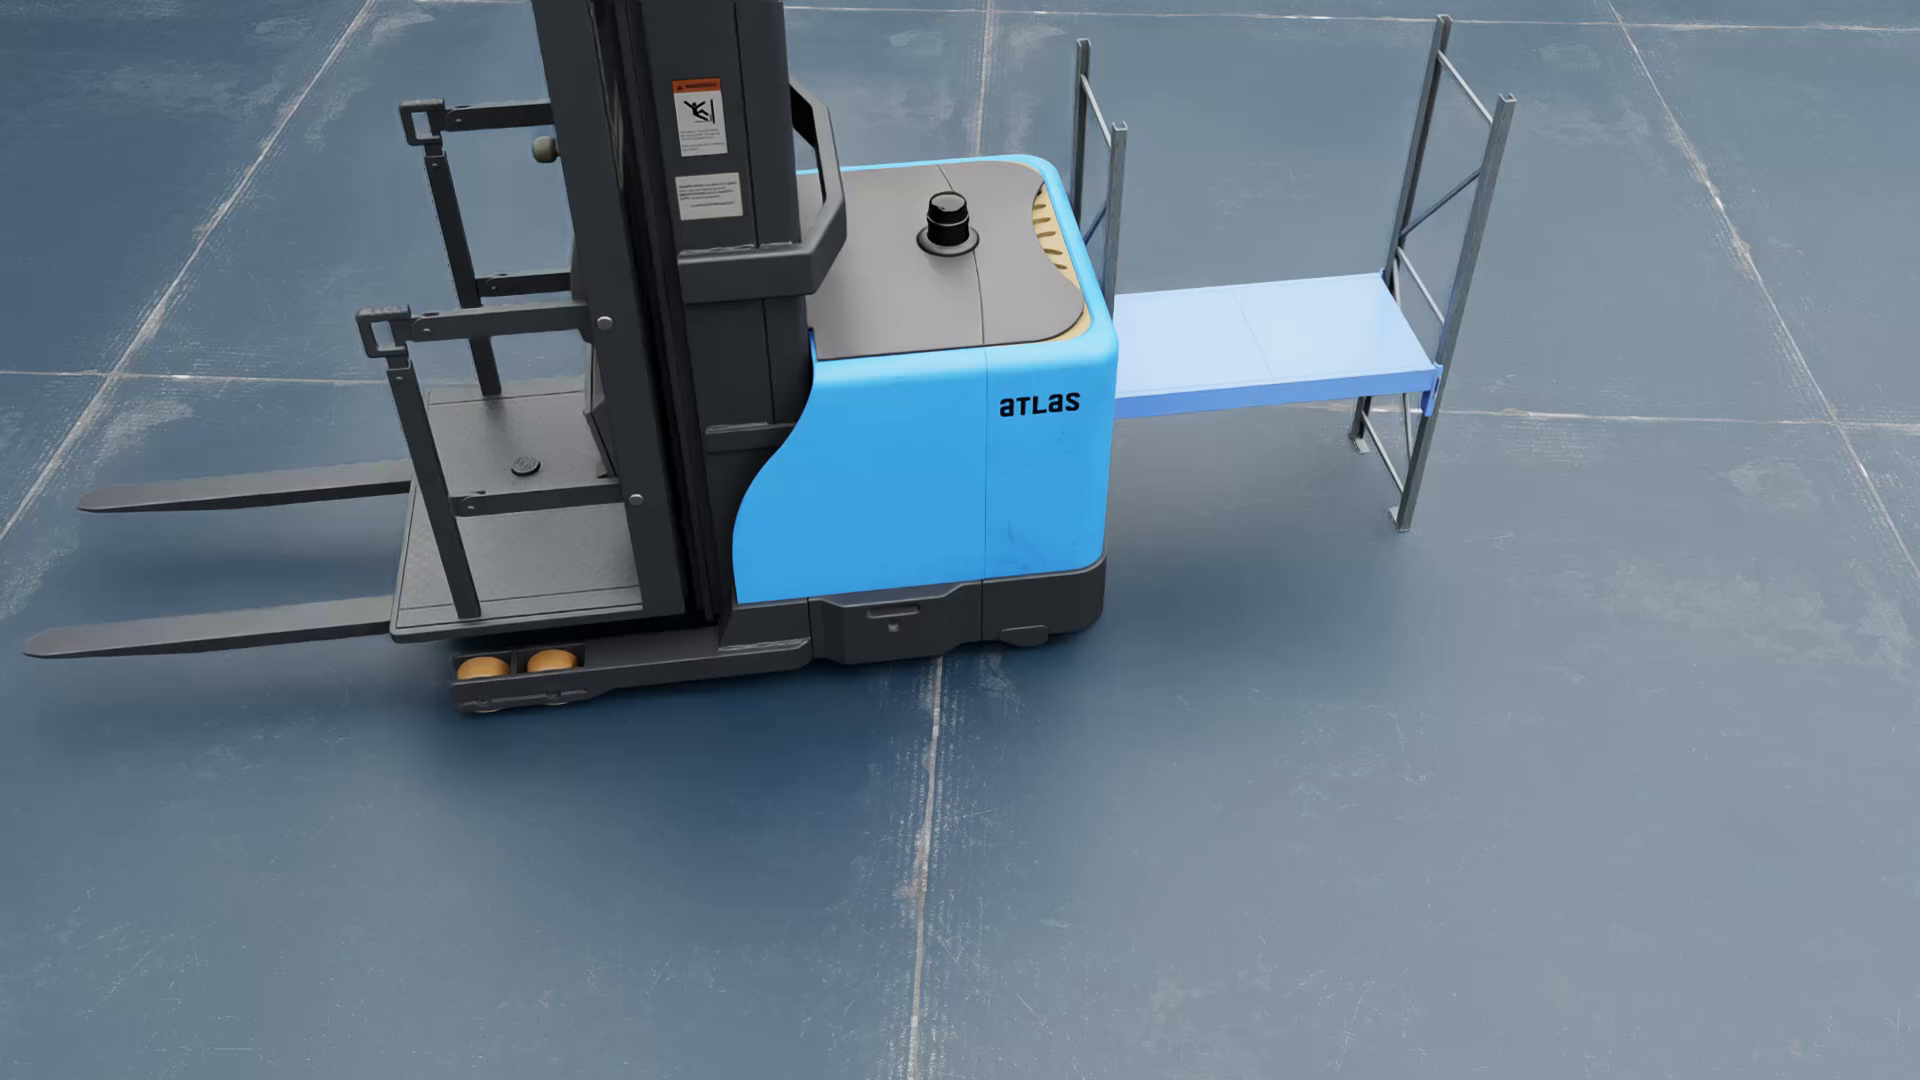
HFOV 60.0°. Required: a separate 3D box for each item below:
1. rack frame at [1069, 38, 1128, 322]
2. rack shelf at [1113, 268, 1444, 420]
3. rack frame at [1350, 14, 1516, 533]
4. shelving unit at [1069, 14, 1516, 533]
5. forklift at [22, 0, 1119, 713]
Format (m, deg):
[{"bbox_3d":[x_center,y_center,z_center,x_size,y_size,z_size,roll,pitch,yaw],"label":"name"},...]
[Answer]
[{"bbox_3d":[0.368,-0.643,4.840,0.032,1.500,0.500,-6,43,-6],"label":"rack frame"},{"bbox_3d":[0.871,-0.561,5.016,1.000,0.185,0.538,-6,43,-6],"label":"rack shelf"},{"bbox_3d":[1.375,-0.742,4.946,0.032,1.500,0.500,-6,43,-6],"label":"rack frame"},{"bbox_3d":[0.871,-0.693,4.893,1.048,1.500,0.538,-6,43,-6],"label":"shelving unit"},{"bbox_3d":[-1.137,-0.968,4.139,3.031,2.935,1.130,-6,43,-6],"label":"forklift"}]
